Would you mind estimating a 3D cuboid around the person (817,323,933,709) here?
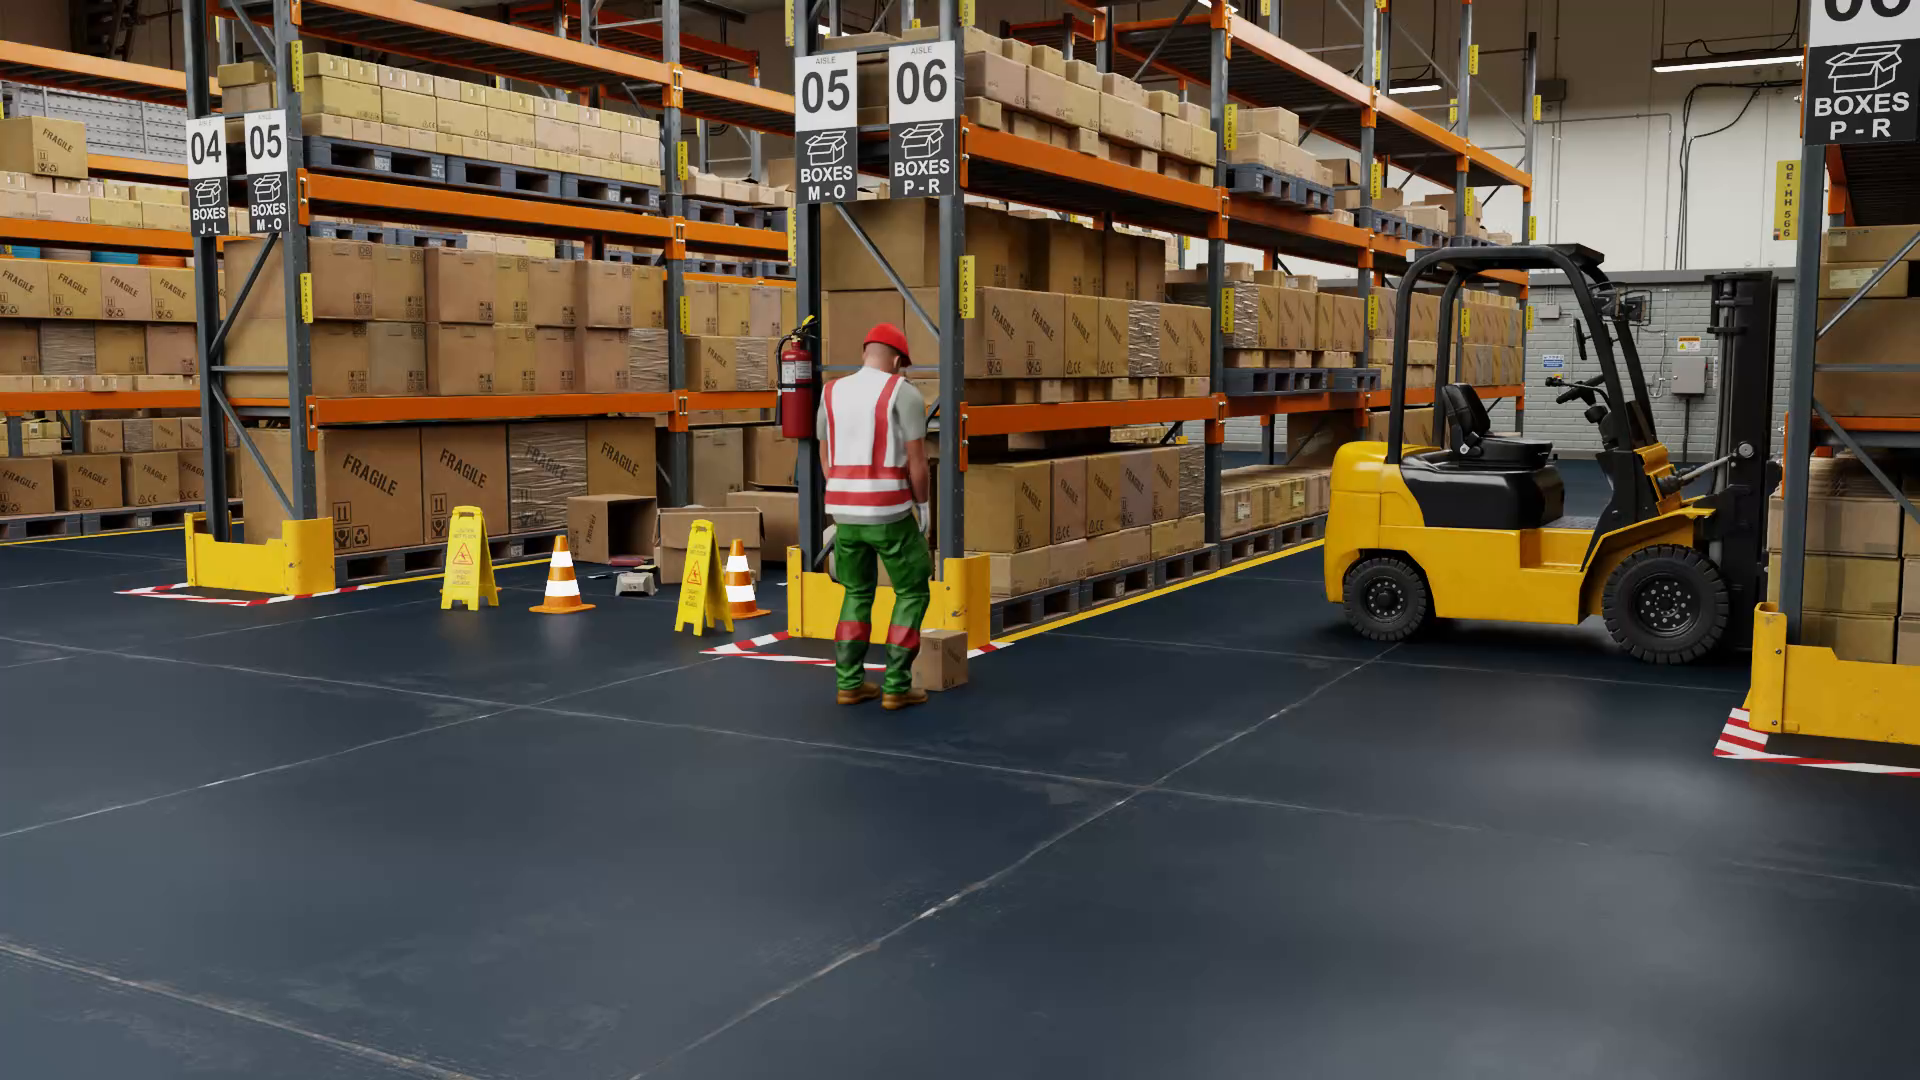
[{"bbox_3d":[-0.382,-0.116,7.487,0.551,1.713,0.496,3,7,30],"label":"person"}]
